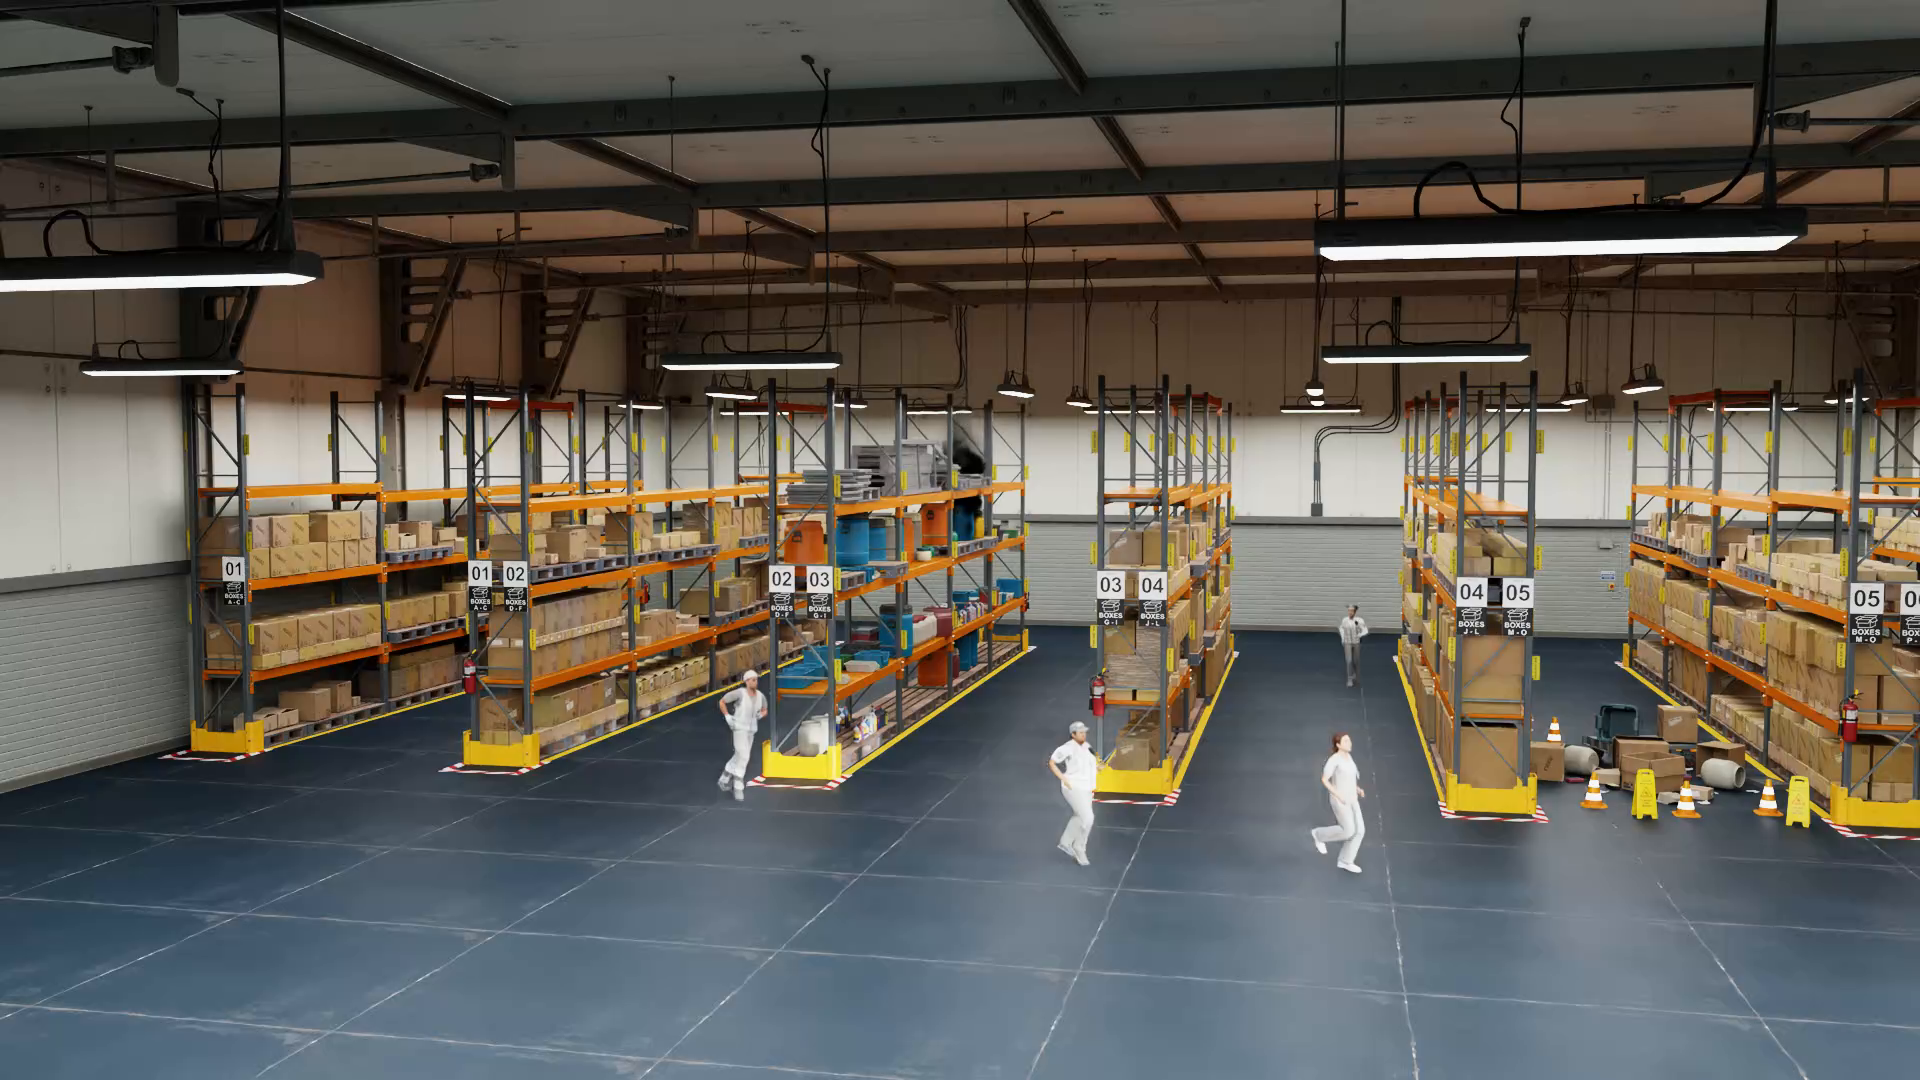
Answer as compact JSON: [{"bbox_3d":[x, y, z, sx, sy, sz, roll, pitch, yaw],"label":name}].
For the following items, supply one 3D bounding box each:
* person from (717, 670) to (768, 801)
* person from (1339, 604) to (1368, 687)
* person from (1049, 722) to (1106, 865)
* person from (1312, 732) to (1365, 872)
[{"bbox_3d":[-3.110,2.774,23.827,0.721,1.836,0.696,3,4,43],"label":"person"},{"bbox_3d":[8.208,2.180,34.713,0.607,1.705,0.829,1,3,19],"label":"person"},{"bbox_3d":[1.435,3.039,19.979,0.685,1.718,0.582,3,4,38],"label":"person"},{"bbox_3d":[4.493,3.199,19.683,0.572,1.381,0.636,-3,4,-42],"label":"person"}]
